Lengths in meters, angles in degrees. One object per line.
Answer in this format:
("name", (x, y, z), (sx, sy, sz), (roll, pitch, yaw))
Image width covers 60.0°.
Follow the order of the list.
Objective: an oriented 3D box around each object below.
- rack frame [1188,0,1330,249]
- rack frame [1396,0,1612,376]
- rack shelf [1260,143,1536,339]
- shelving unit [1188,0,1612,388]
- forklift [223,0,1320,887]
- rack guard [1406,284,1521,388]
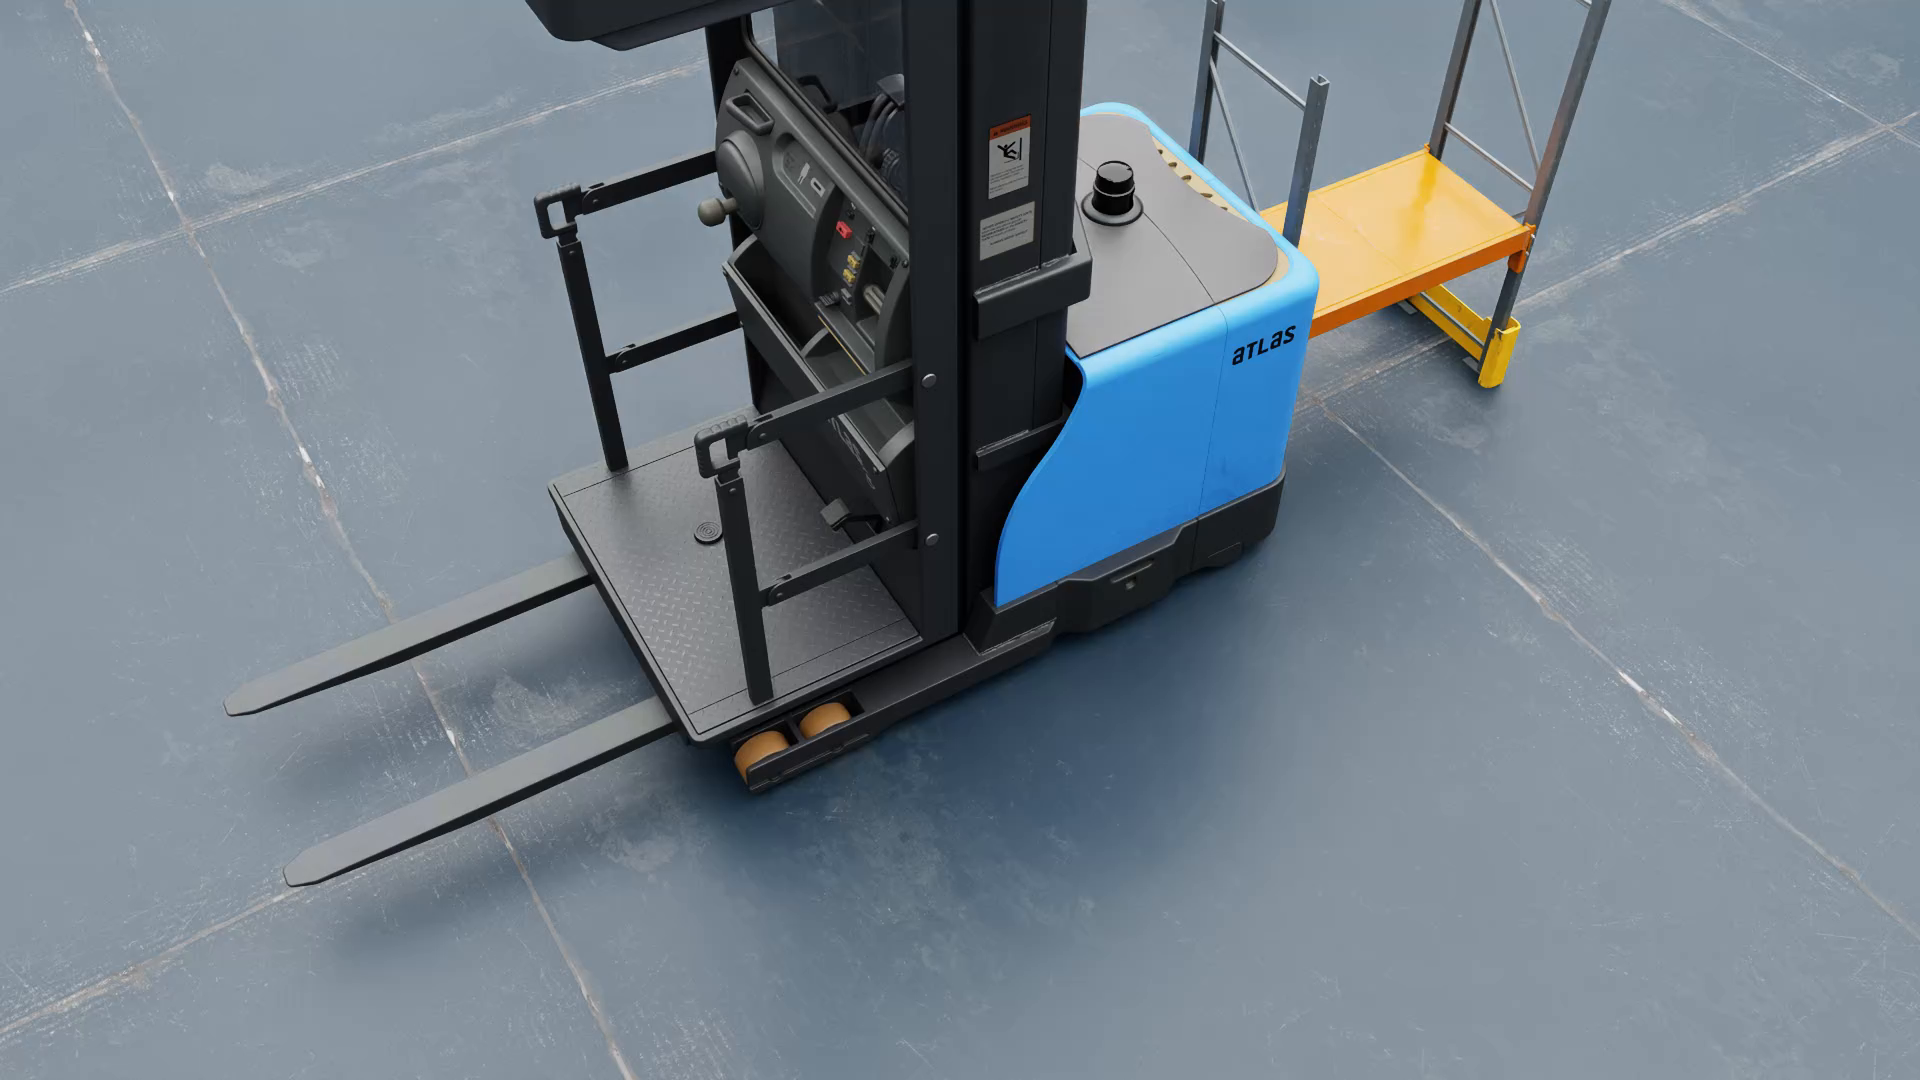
("rack frame", (0.818, -0.840, 4.993), (0.032, 1.500, 0.500), (-23, 52, -19))
("rack frame", (1.698, -1.220, 5.332), (0.032, 1.500, 0.500), (-23, 52, -19))
("rack shelf", (1.258, -0.910, 5.297), (1.000, 0.185, 0.538), (-23, 52, -19))
("shelving unit", (1.266, -1.033, 5.166), (1.083, 1.500, 0.587), (-23, 52, -19))
("forklift", (-0.545, -0.738, 3.945), (3.031, 2.935, 1.130), (-23, 52, -20))
("rack guard", (1.697, -0.803, 5.798), (0.087, 0.250, 0.587), (-23, 52, -19))
